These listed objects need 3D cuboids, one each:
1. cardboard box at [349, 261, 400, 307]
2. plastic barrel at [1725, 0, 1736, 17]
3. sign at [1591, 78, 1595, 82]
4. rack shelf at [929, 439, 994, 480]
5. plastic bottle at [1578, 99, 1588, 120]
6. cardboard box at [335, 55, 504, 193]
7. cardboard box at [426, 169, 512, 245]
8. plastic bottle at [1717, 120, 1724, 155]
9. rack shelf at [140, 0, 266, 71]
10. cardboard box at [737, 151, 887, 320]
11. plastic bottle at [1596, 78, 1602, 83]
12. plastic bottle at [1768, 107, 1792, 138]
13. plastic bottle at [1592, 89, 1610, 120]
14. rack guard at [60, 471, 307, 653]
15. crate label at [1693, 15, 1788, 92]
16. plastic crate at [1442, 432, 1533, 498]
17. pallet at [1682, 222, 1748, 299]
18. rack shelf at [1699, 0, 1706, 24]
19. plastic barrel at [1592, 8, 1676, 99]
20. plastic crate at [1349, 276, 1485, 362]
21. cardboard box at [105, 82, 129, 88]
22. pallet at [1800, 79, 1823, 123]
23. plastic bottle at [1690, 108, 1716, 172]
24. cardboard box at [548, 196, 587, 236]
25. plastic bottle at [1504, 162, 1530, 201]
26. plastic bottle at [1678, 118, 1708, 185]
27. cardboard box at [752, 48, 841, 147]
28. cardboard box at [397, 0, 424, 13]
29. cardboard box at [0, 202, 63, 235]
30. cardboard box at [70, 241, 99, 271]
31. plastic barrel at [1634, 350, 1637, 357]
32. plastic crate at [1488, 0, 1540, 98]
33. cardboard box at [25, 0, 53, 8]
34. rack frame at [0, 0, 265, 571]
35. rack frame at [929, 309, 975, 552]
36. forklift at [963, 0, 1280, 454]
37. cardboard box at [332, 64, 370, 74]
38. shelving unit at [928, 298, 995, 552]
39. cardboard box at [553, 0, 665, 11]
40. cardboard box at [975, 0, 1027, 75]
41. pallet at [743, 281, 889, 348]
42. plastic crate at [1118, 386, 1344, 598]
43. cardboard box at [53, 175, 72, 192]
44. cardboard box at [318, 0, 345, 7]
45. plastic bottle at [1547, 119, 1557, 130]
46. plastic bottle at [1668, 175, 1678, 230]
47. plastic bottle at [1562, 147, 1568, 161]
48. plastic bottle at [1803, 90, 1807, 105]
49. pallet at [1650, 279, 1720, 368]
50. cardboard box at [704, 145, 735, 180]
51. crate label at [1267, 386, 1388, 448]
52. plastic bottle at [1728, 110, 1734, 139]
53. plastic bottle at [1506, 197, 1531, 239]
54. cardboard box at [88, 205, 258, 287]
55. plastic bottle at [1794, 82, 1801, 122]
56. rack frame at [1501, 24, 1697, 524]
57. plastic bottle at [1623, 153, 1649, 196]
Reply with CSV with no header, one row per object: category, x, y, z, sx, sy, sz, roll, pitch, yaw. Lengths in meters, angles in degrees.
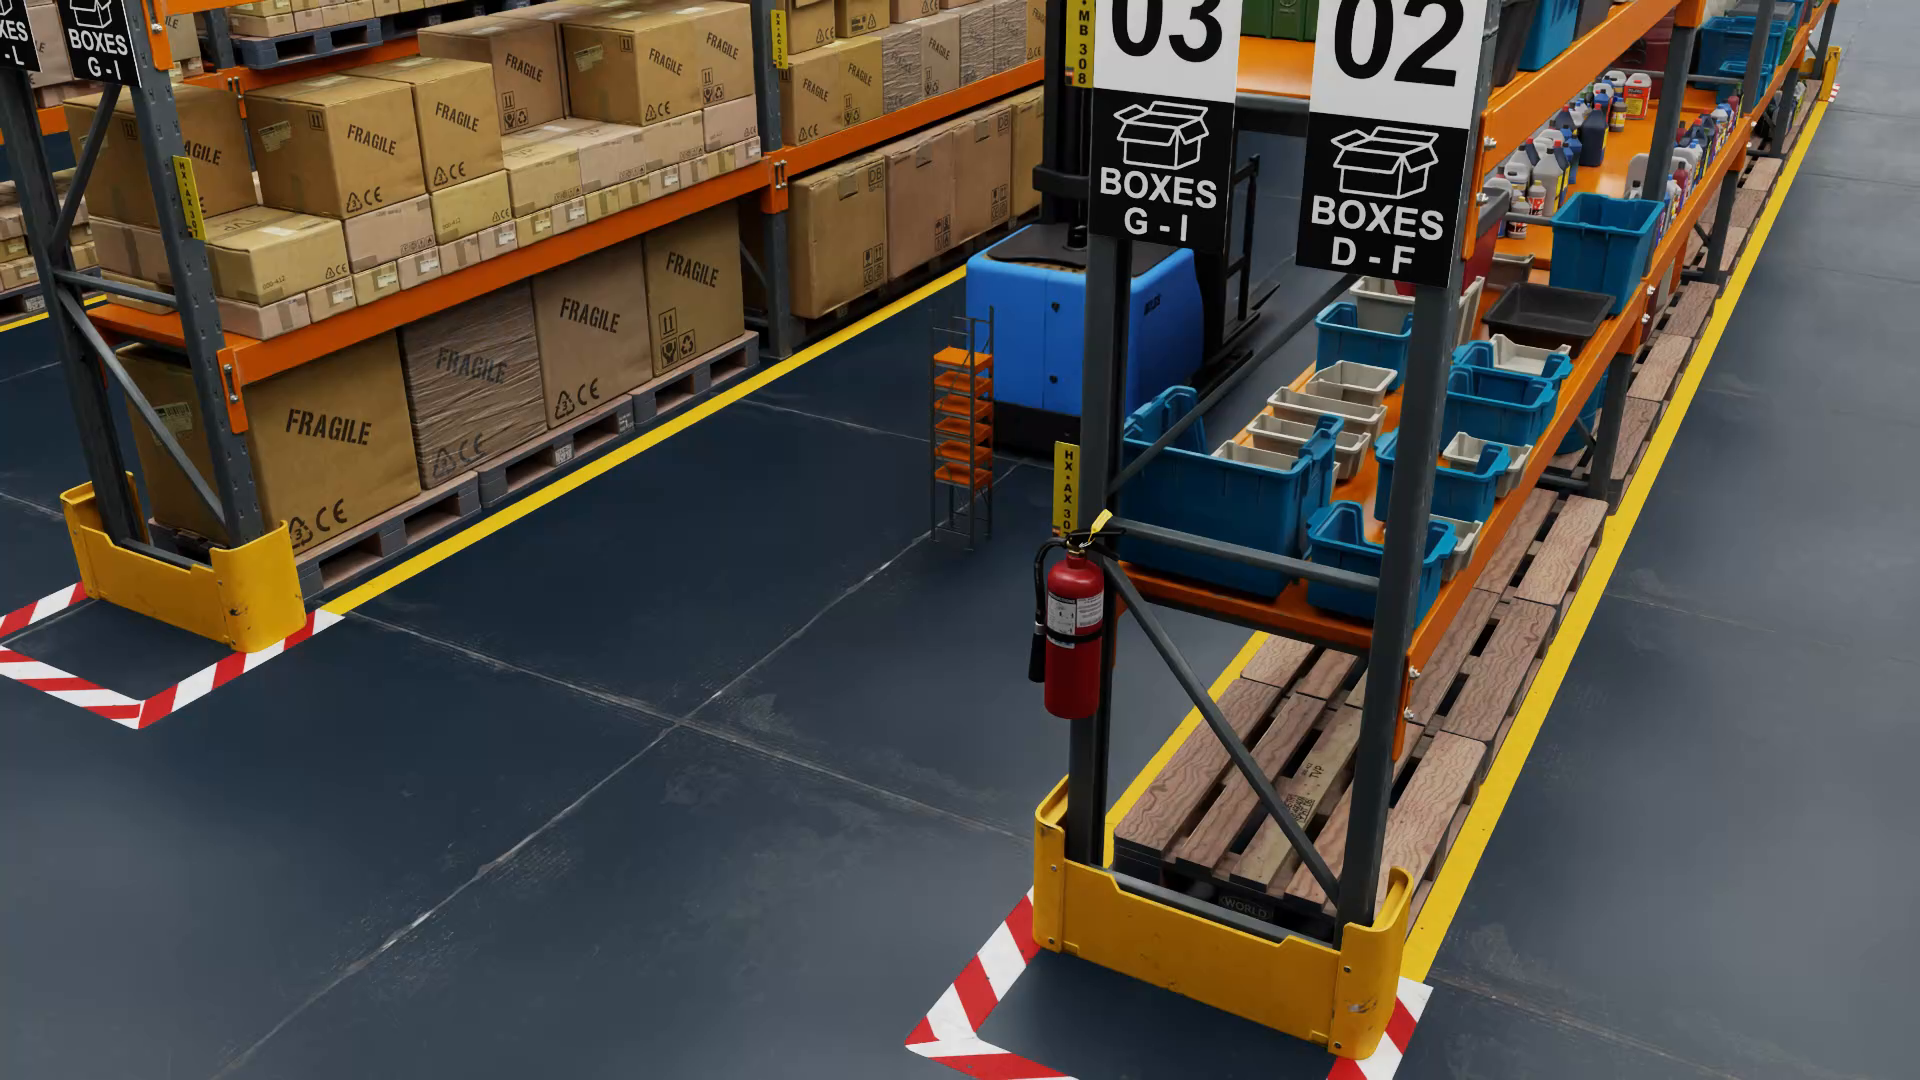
cardboard box,-2.786,-1.194,7.564,0.380,0.149,0.250,13,30,25
plastic barrel,6.055,-4.362,13.462,0.433,0.535,0.433,0,27,0
sign,4.267,-3.259,11.226,0.100,0.325,0.005,14,30,26
rack shelf,0.007,-0.395,8.066,0.258,0.103,0.180,14,30,26
plastic bottle,3.767,-2.551,10.139,0.097,0.271,0.097,0,27,0
cardboard box,-2.532,-1.967,7.826,0.500,0.500,0.500,13,30,25
cardboard box,-2.527,-1.633,7.996,0.500,0.250,0.500,13,29,24
plastic bottle,4.496,-2.406,9.928,0.097,0.201,0.097,0,27,0
rack shelf,-2.515,-2.839,8.024,1.077,0.370,4.000,14,30,26
cardboard box,-1.234,-2.091,10.980,1.225,0.875,0.875,14,30,26
plastic bottle,4.053,-2.800,10.622,0.061,0.283,0.133,14,30,26
plastic bottle,7.390,-3.765,14.971,0.152,0.276,0.135,15,30,28
plastic bottle,3.999,-2.679,10.395,0.097,0.271,0.097,0,27,0
rack guard,-3.511,0.087,7.518,1.175,0.500,0.348,14,30,26
crate label,5.473,-3.411,11.673,0.502,0.435,0.616,14,30,26
plastic crate,1.785,-0.253,5.632,0.250,0.136,0.298,14,30,26
pallet,5.164,-2.114,12.237,1.003,0.211,1.213,14,30,26
rack shelf,3.765,-3.307,8.959,1.077,0.370,4.000,14,30,26
plastic barrel,4.713,-3.376,11.490,0.600,0.536,0.708,14,30,26
plastic crate,1.870,-0.928,6.818,0.437,0.282,0.530,14,30,26
cardboard box,-5.952,-3.240,11.652,0.380,0.149,0.250,15,30,28
pallet,8.284,-4.583,17.169,1.003,0.211,1.213,14,30,26
plastic bottle,4.245,-2.295,9.539,0.144,0.351,0.185,14,30,26
cardboard box,-2.154,-1.696,8.567,0.380,0.149,0.250,15,30,27
plastic bottle,2.873,-1.820,8.673,0.152,0.276,0.135,14,30,26
plastic bottle,4.088,-2.171,9.292,0.144,0.351,0.185,14,30,26
cardboard box,-1.087,-2.768,10.317,0.500,0.500,0.500,14,30,26
cardboard box,-4.568,-4.368,13.437,0.380,0.149,0.250,14,30,25
cardboard box,-6.326,-2.189,11.323,0.380,0.149,0.250,13,29,24
cardboard box,-6.205,-2.012,11.635,0.380,0.149,0.250,14,30,26
plastic barrel,3.768,-1.268,9.743,0.421,0.512,0.421,0,27,0
plastic crate,1.246,-1.321,4.333,0.497,0.269,0.590,14,30,26
cardboard box,-6.309,-3.714,10.757,0.500,0.500,0.500,15,30,27
rack frame,-3.499,-1.040,6.977,1.000,3.000,0.127,14,30,26
rack frame,-0.038,-0.507,7.921,0.240,1.200,0.006,14,30,26
forklift,1.155,-2.329,9.629,1.130,2.935,3.031,13,30,25
cardboard box,-5.141,-3.888,14.152,0.500,0.250,0.500,13,29,24
shelving unit,0.007,-0.542,7.993,0.258,1.200,0.189,14,30,26
cardboard box,-1.989,-2.870,9.630,0.500,0.500,0.500,14,30,26
cardboard box,0.159,-3.763,12.304,0.500,0.500,0.500,14,30,26
pallet,-1.217,-1.669,11.349,1.003,0.211,1.213,14,30,26
plastic crate,0.816,-0.164,5.120,0.616,0.435,0.499,14,30,26
cardboard box,-6.526,-2.511,11.966,0.380,0.149,0.250,13,30,25
cardboard box,-4.953,-4.193,12.755,0.380,0.149,0.250,15,30,27
plastic bottle,3.376,-2.263,9.550,0.061,0.283,0.133,14,30,26
plastic bottle,3.602,-1.729,8.497,0.097,0.271,0.097,0,27,0
plastic bottle,3.239,-1.994,9.027,0.097,0.271,0.097,0,27,0
plastic bottle,8.163,-4.318,16.160,0.097,0.201,0.097,0,27,0
pallet,4.397,-1.504,11.018,1.003,0.211,1.213,14,30,26
cardboard box,-1.522,-2.195,9.565,0.380,0.149,0.250,15,30,27
crate label,1.328,-0.440,6.005,0.396,0.136,0.243,14,30,26
plastic bottle,4.735,-2.596,10.307,0.097,0.201,0.097,0,27,0
plastic bottle,2.811,-1.624,8.365,0.097,0.201,0.097,0,27,0
cardboard box,-3.491,-1.353,7.438,0.500,0.250,0.500,14,30,25
plastic bottle,7.777,-4.101,15.559,0.144,0.351,0.185,14,30,26
rack frame,2.781,-1.508,7.912,1.000,3.000,0.127,14,30,26
plastic bottle,3.664,-1.944,8.921,0.152,0.276,0.135,14,30,26
